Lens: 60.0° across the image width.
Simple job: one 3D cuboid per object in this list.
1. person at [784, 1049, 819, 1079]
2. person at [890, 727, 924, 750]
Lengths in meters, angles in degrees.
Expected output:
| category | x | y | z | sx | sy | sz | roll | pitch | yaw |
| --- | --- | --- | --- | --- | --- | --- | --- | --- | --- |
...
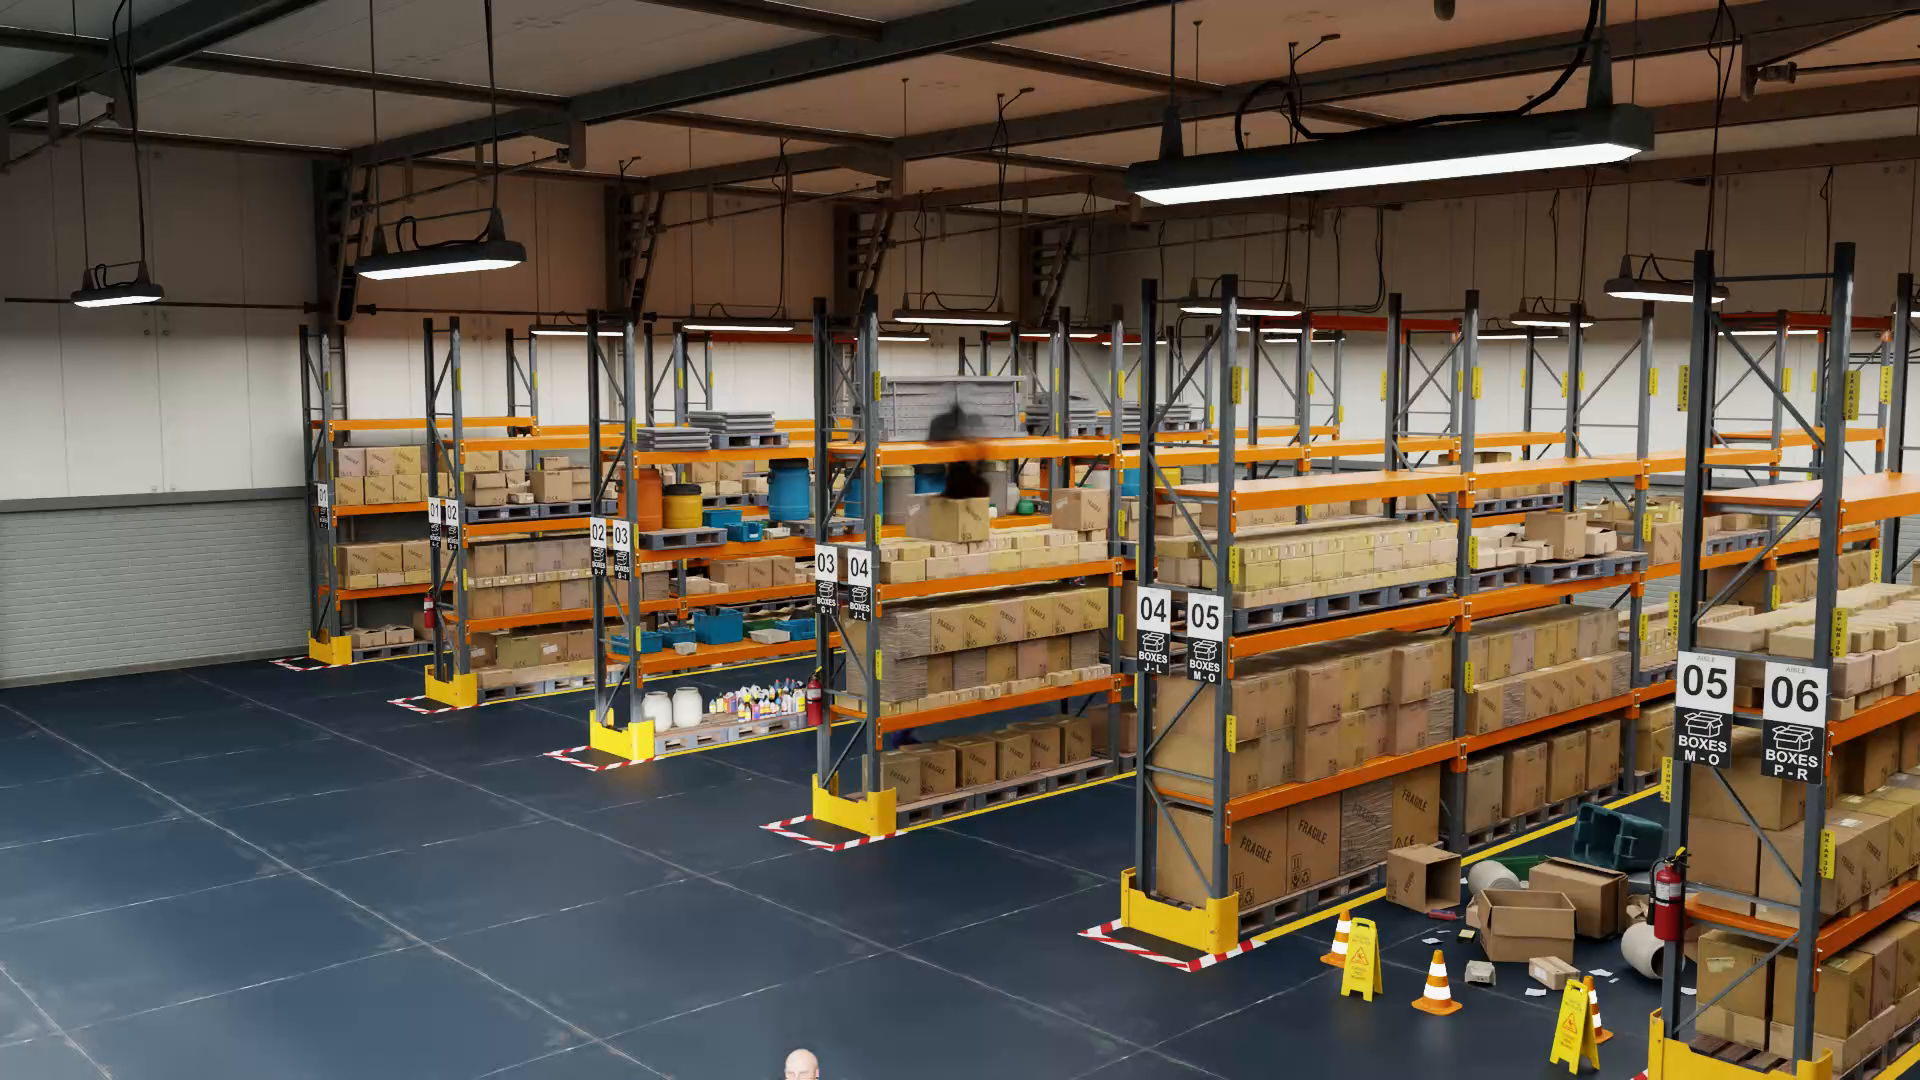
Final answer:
| category | x | y | z | sx | sy | sz | roll | pitch | yaw |
| --- | --- | --- | --- | --- | --- | --- | --- | --- | --- |
| person | -0.797 | 3.464 | 8.540 | 0.677 | 1.691 | 0.984 | 0 | 6 | 0 |
| person | -0.690 | 2.209 | 21.497 | 0.515 | 1.616 | 0.605 | -5 | 8 | -40 |
